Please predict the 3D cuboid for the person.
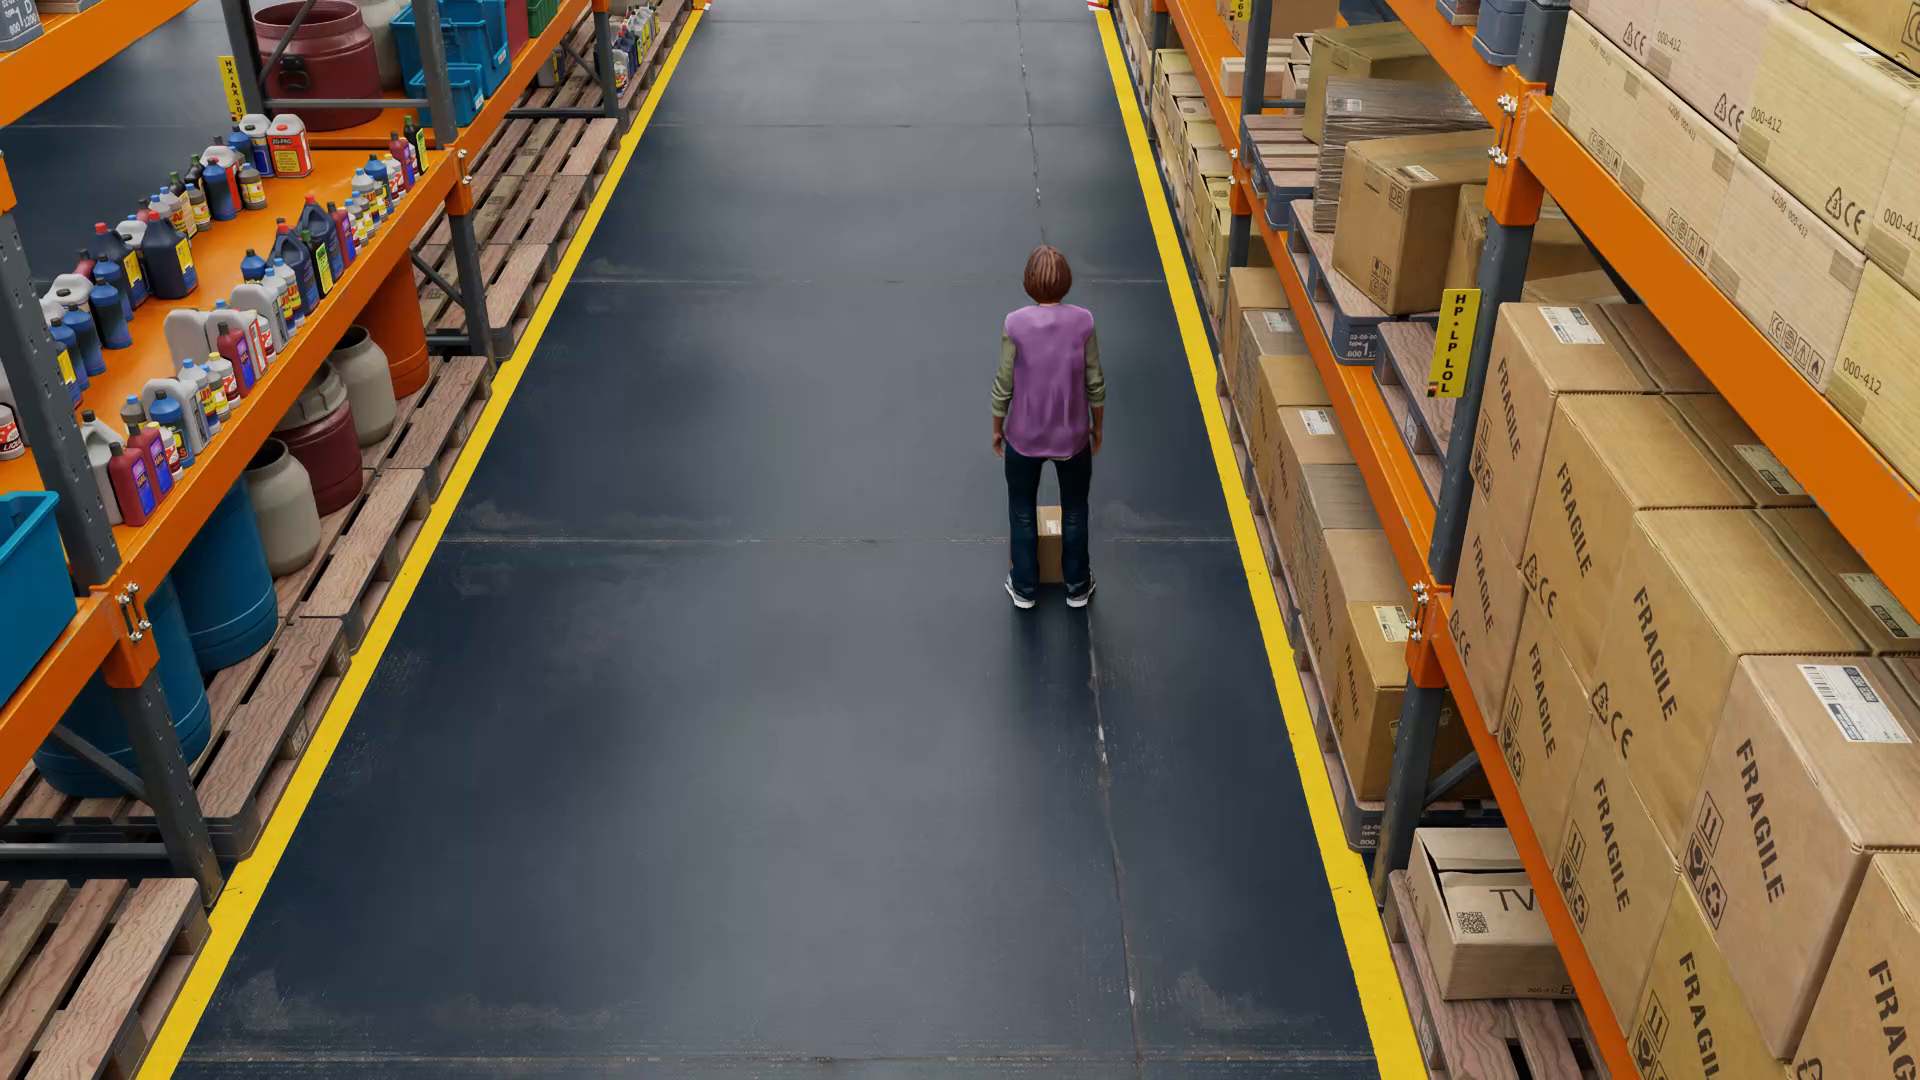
[{"bbox_3d":[0.361,-0.324,6.892,0.469,1.352,0.318,-1,32,-1],"label":"person"}]
